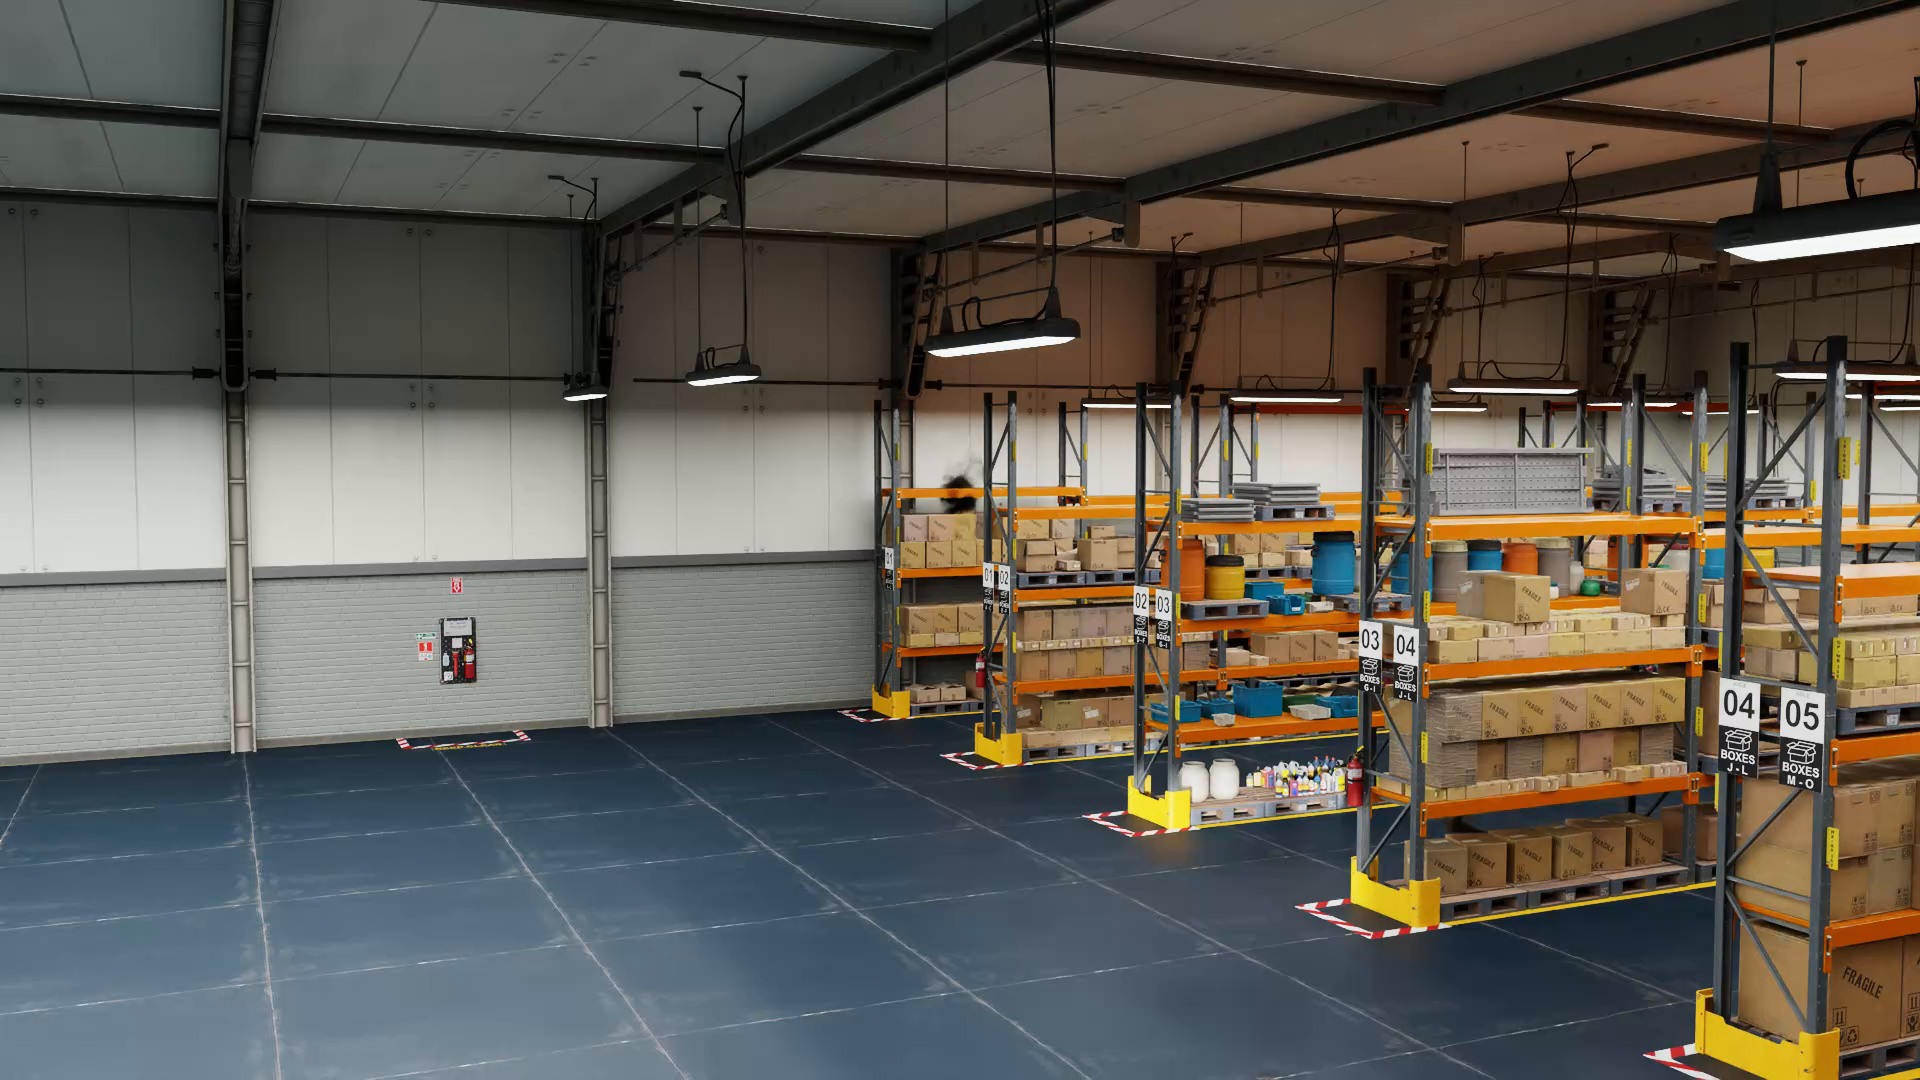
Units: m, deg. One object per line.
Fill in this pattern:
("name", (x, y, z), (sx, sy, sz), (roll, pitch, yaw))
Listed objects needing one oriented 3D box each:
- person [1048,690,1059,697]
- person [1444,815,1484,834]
("person", (1.698, 2.595, 29.677), (0.663, 1.734, 0.592), (-2, 4, -33))
("person", (6.135, 3.089, 20.303), (0.913, 1.757, 0.725), (-2, 4, -31))
